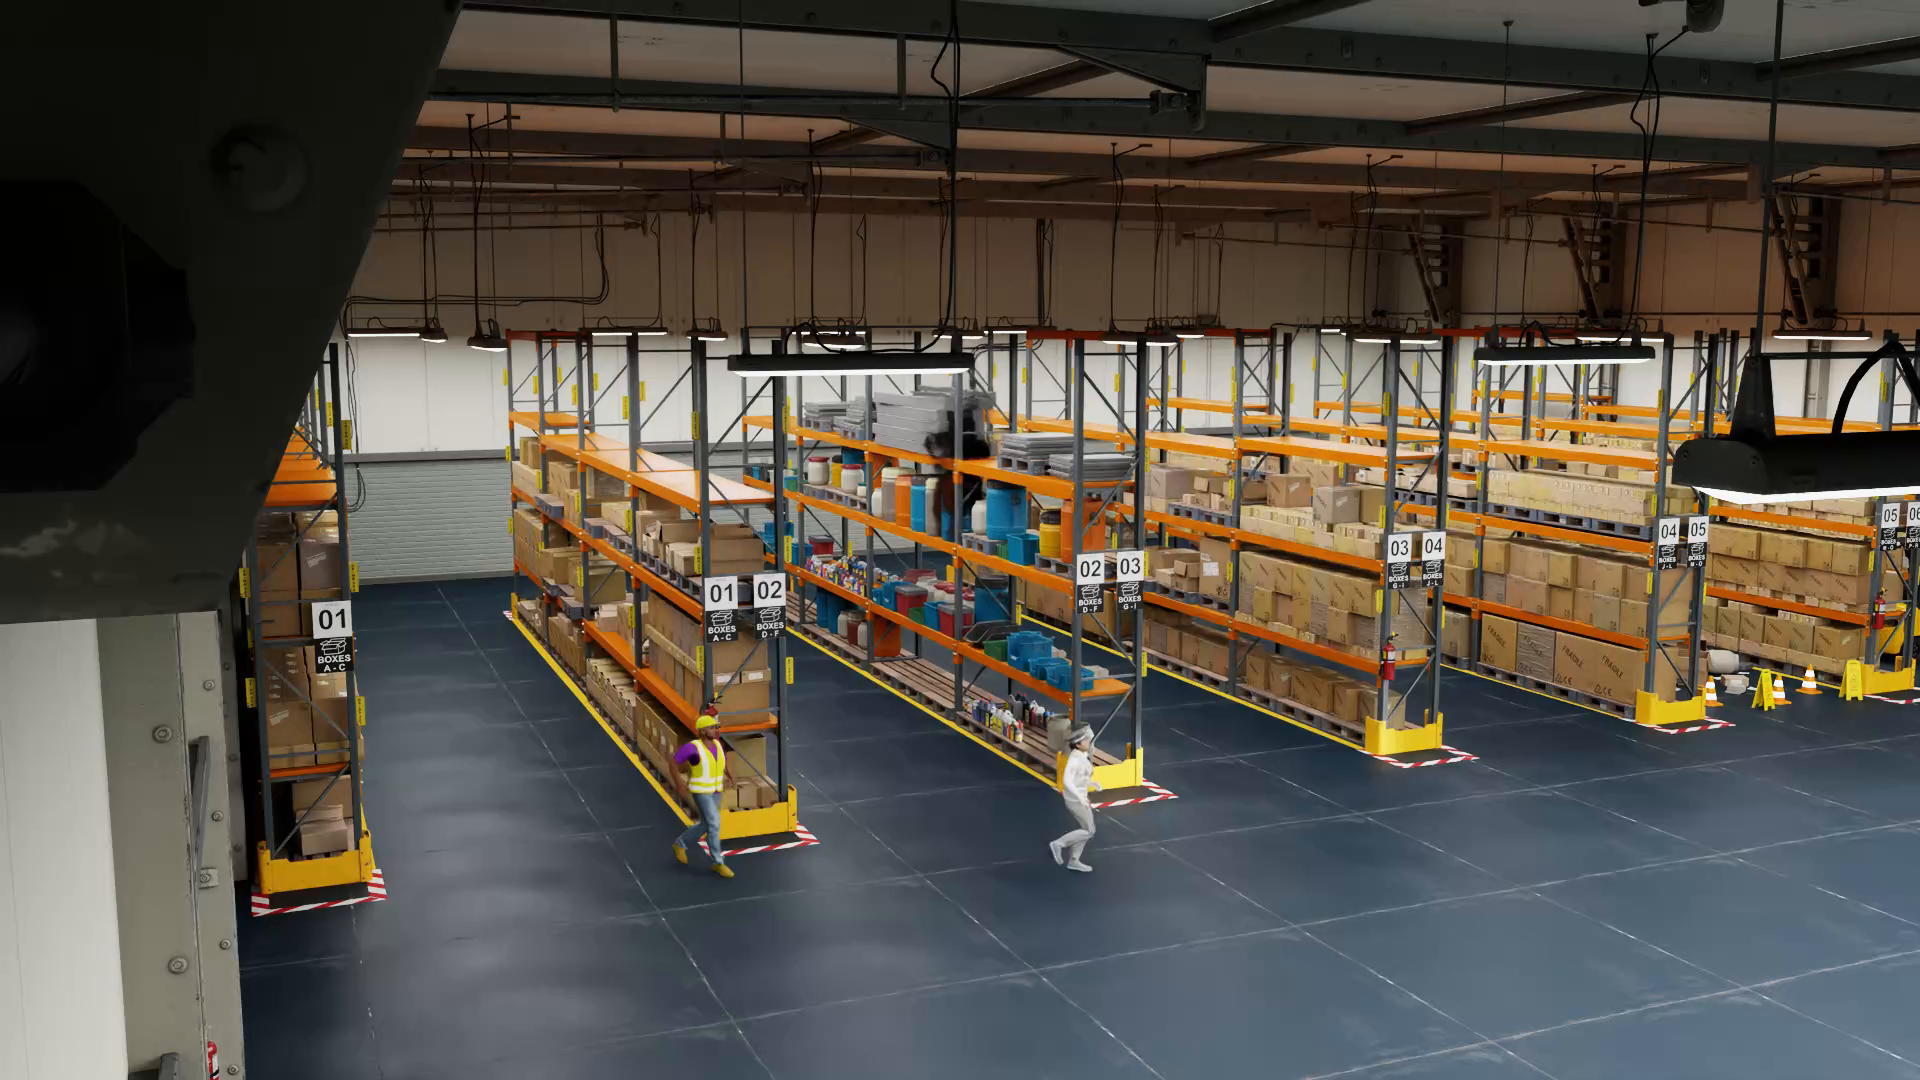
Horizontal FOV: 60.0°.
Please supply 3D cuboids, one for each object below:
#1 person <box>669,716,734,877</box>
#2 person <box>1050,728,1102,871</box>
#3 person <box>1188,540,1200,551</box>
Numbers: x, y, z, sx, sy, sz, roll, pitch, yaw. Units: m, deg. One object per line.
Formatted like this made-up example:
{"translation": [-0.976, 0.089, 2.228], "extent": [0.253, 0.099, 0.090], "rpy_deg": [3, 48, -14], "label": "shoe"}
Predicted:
{"translation": [-2.868, 2.883, 18.988], "extent": [0.906, 1.750, 0.735], "rpy_deg": [4, 9, 30], "label": "person"}
{"translation": [1.327, 2.951, 18.959], "extent": [0.587, 1.671, 0.452], "rpy_deg": [1, 8, 6], "label": "person"}
{"translation": [6.073, -0.233, 42.326], "extent": [0.545, 1.636, 0.566], "rpy_deg": [-3, 8, -23], "label": "person"}
